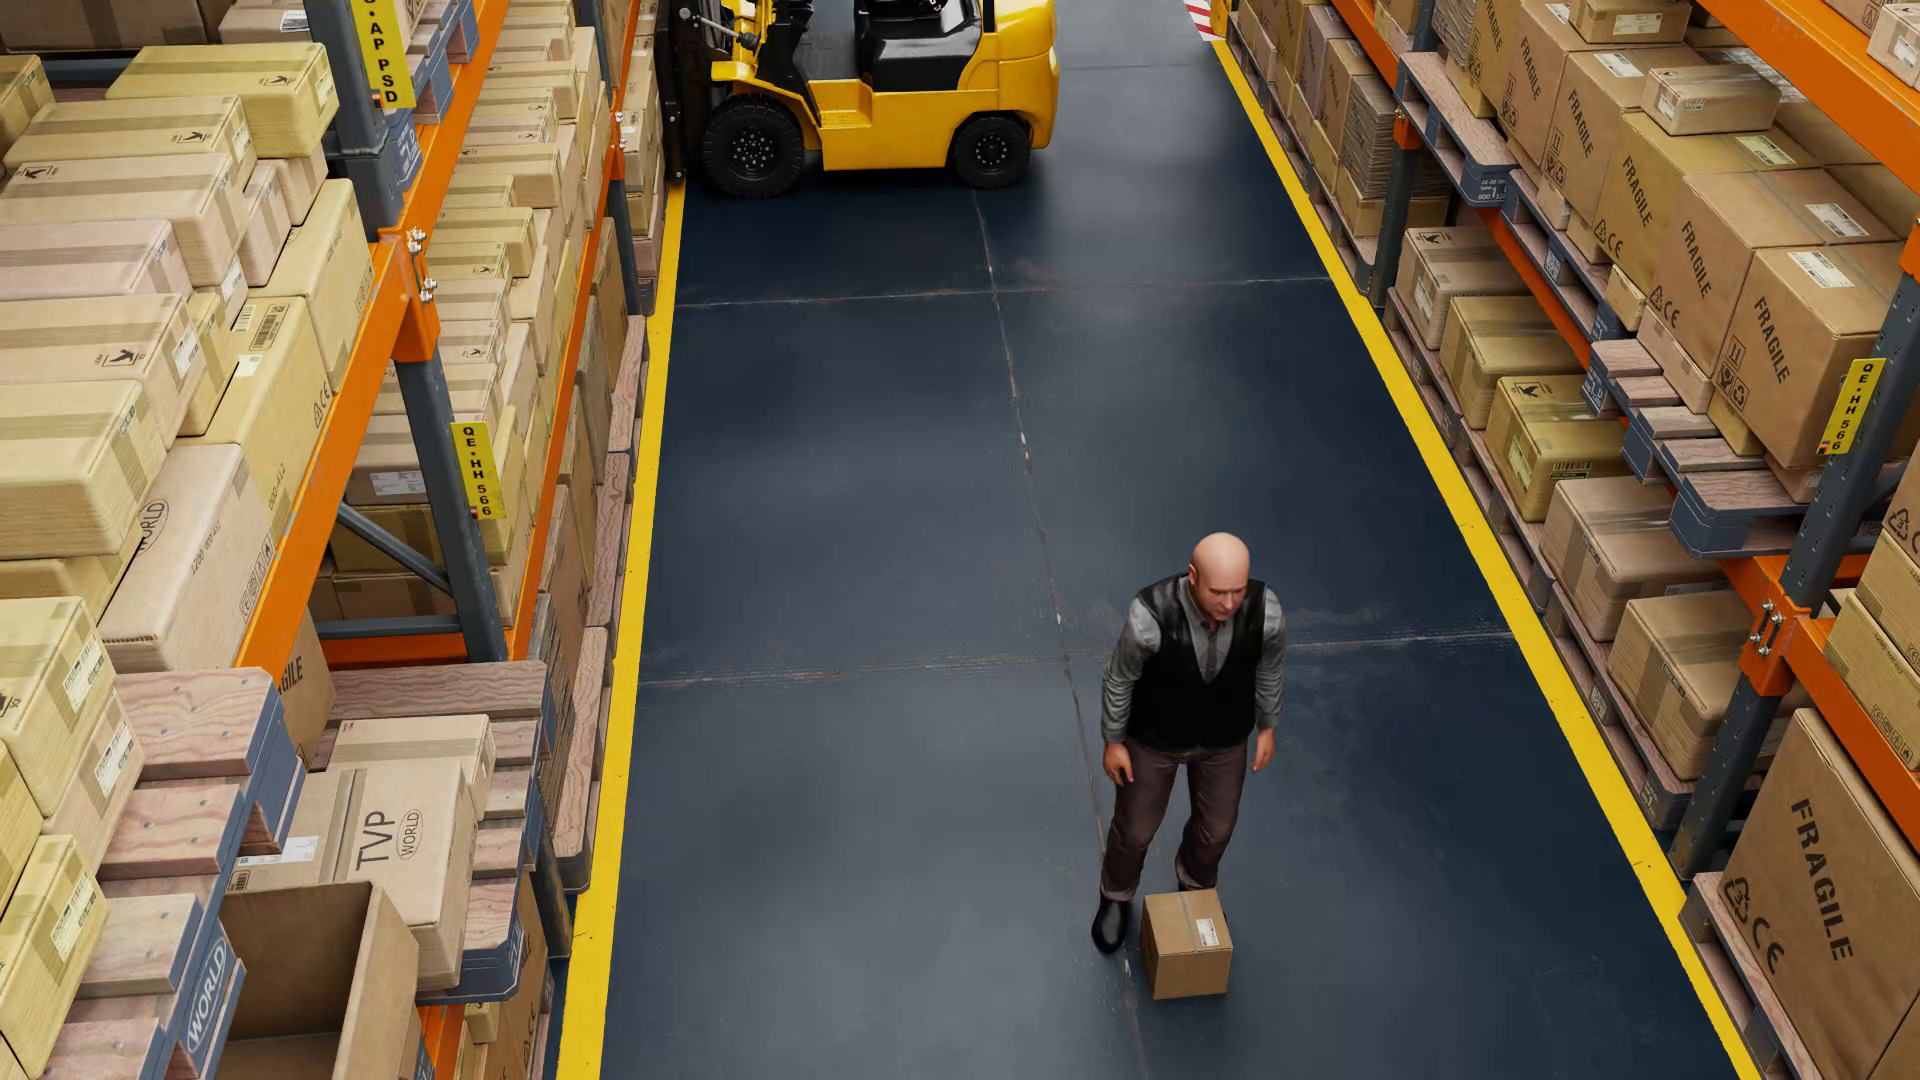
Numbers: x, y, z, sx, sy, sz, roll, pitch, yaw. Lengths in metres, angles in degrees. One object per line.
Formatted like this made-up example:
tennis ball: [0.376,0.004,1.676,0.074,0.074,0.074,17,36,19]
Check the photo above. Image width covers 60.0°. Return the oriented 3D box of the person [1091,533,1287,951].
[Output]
person: [0.737,0.624,5.398,0.589,1.721,0.414,-4,39,-5]
